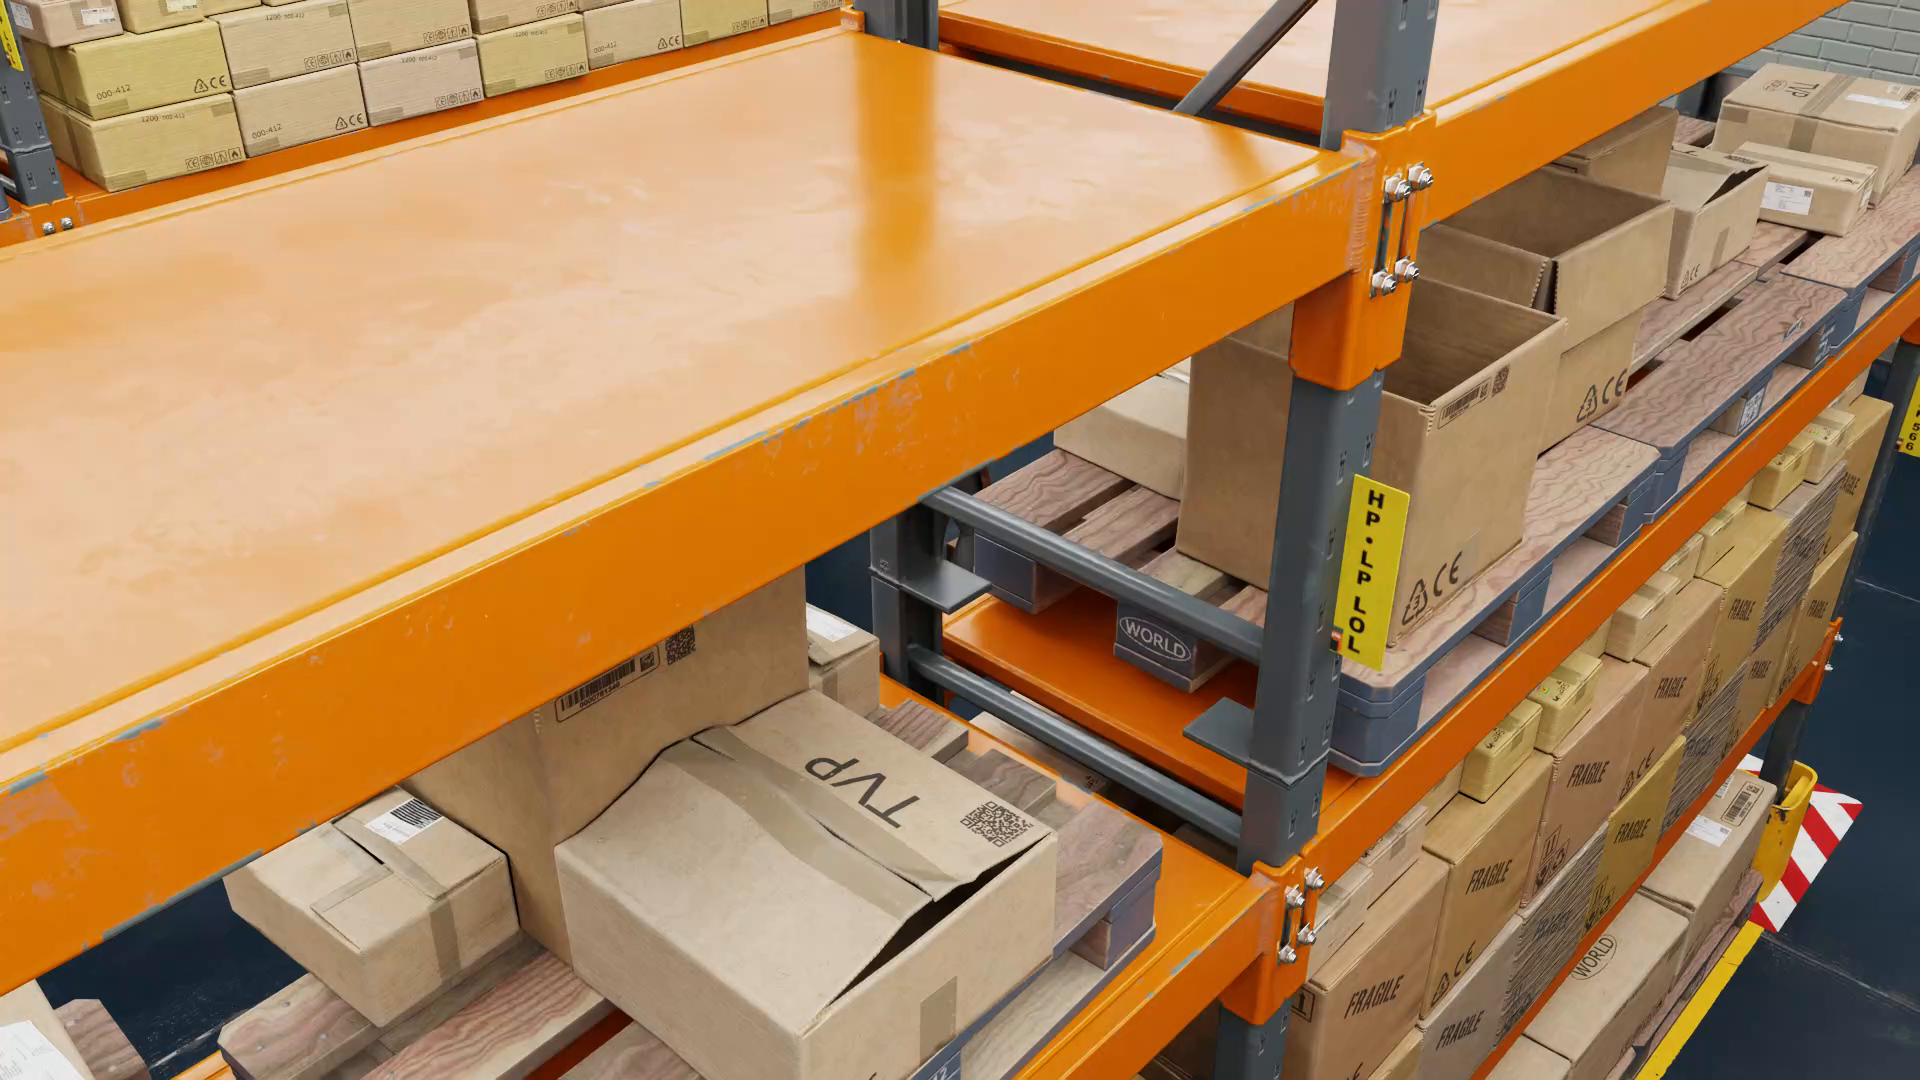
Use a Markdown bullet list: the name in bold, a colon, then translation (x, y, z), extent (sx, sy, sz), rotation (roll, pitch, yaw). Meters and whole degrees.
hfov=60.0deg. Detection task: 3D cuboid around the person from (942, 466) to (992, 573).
- **person**: translation (-0.048, -0.378, 8.257), extent (0.521, 1.653, 0.348), rotation (23, 38, 33)
